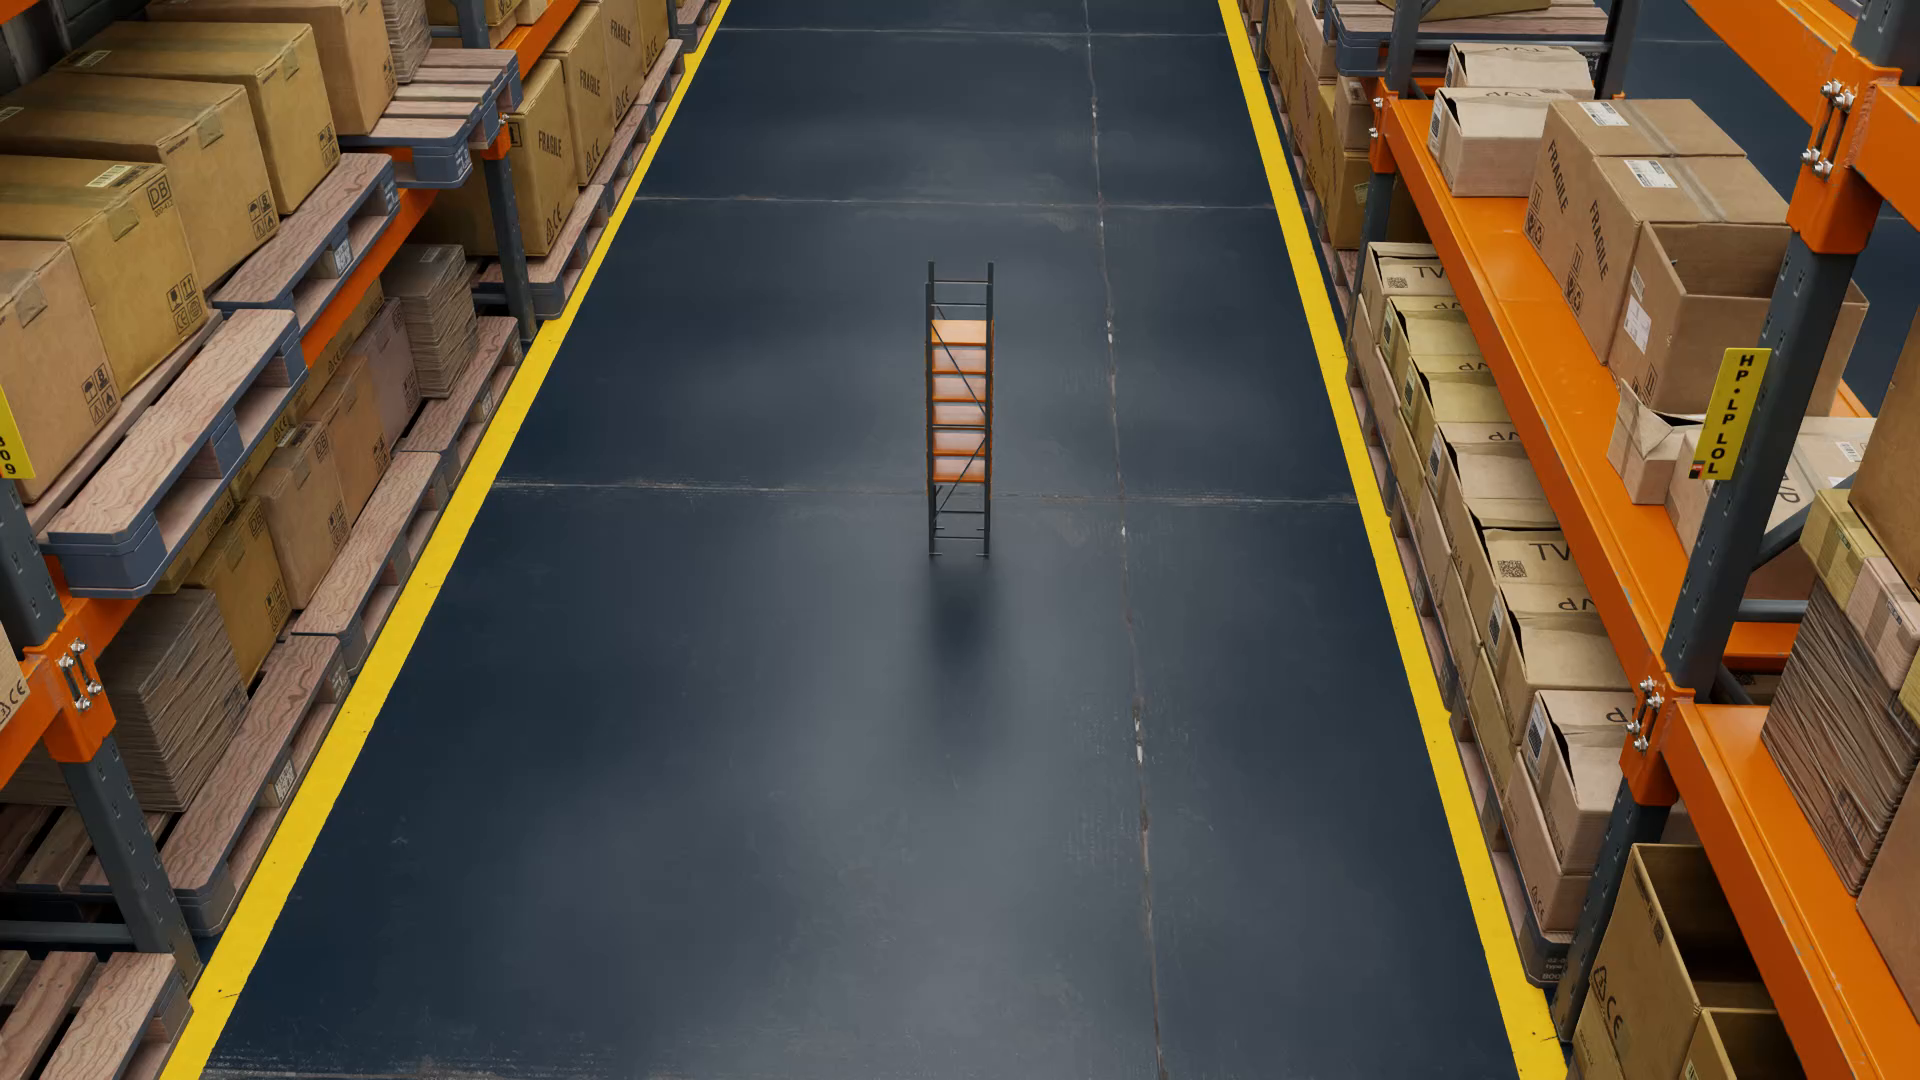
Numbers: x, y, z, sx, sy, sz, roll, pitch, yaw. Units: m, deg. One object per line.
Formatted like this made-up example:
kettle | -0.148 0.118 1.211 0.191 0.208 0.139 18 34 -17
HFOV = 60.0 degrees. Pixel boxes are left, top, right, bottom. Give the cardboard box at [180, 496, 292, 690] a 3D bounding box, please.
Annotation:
cardboard box | -2.764 0.189 5.663 0.700 0.500 0.500 1 35 1

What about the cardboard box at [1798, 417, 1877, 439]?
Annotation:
cardboard box | 2.443 -0.222 4.675 0.380 0.149 0.250 1 35 2

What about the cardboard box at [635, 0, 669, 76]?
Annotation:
cardboard box | -2.322 -3.444 10.547 0.750 0.750 0.750 2 35 2

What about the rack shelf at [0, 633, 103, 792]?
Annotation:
rack shelf | -2.827 1.511 2.617 1.077 0.370 4.000 1 35 2

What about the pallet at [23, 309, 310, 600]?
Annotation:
pallet | -2.571 -0.290 4.720 1.003 0.211 1.213 1 35 2

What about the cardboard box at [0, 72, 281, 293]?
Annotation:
cardboard box | -2.668 -1.145 5.300 0.700 0.500 0.500 6 36 8

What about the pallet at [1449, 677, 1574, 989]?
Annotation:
pallet | 2.193 0.897 5.290 1.003 0.211 1.213 1 35 2

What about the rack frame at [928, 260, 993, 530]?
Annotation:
rack frame | 0.003 -0.535 6.468 0.240 1.200 0.006 1 35 2

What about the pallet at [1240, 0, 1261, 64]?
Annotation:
pallet | 2.553 -3.670 11.788 1.003 0.211 1.213 1 35 2

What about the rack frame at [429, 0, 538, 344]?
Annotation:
rack frame | -2.586 -2.230 7.315 1.000 3.000 0.127 1 35 2

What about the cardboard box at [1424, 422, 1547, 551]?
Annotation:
cardboard box | 1.993 -0.210 5.978 0.500 0.311 0.500 1 35 1

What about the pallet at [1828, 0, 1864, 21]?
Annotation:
pallet | 2.225 -1.476 3.799 0.805 0.209 1.217 0 35 0

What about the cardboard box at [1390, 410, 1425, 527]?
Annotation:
cardboard box | 2.015 -0.283 6.570 0.500 0.250 0.500 0 35 1

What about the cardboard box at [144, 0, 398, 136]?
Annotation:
cardboard box | -2.591 -1.859 6.317 0.700 0.500 0.500 -2 35 -3

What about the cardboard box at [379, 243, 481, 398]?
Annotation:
cardboard box | -2.563 -0.973 7.317 0.700 0.500 0.500 2 35 3

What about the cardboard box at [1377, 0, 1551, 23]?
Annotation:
cardboard box | 2.276 -2.695 7.524 0.700 0.500 0.500 -10 36 -14

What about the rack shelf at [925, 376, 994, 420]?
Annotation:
rack shelf | -0.001 -0.544 6.350 0.258 0.103 0.180 1 35 2

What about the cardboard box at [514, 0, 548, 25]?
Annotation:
cardboard box | -2.228 -2.615 8.063 0.380 0.149 0.250 2 35 3

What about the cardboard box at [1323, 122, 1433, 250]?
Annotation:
cardboard box | 2.166 -1.818 8.520 0.500 0.500 0.500 3 35 4

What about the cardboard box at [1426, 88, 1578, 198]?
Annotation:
cardboard box | 2.134 -1.572 6.456 0.500 0.311 0.500 1 35 1

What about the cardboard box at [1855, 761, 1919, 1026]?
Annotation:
cardboard box | 2.177 0.697 3.062 0.700 0.500 0.500 1 35 1

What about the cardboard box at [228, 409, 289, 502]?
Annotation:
cardboard box | -2.703 -0.372 5.809 0.500 0.250 0.500 0 35 1

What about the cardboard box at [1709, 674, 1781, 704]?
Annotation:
cardboard box | 2.494 0.385 5.132 0.500 0.311 0.500 1 35 1

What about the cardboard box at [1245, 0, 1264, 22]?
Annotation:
cardboard box | 2.264 -3.907 11.492 0.500 0.500 0.500 1 35 2

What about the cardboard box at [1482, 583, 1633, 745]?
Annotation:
cardboard box | 1.947 0.365 5.160 0.500 0.311 0.500 2 35 3

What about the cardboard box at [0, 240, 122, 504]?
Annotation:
cardboard box | -2.693 -0.445 4.305 0.700 0.500 0.500 1 35 2

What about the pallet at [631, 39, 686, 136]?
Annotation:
pallet | -2.381 -2.943 10.753 1.003 0.211 1.213 1 35 2

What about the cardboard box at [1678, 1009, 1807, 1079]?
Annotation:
cardboard box | 1.859 1.373 3.562 0.500 0.500 0.500 1 35 2

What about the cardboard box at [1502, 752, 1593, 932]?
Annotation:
cardboard box | 1.930 0.888 4.904 0.500 0.250 0.500 1 35 1

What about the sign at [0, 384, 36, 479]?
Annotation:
sign | -2.205 -0.278 3.784 0.100 0.325 0.005 1 35 2

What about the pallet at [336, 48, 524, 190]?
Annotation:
pallet | -2.509 -1.740 6.784 1.213 0.211 1.003 1 35 2

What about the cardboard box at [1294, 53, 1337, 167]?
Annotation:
cardboard box | 2.202 -2.417 9.372 0.500 0.500 0.500 0 35 0

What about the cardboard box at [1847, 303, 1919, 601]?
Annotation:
cardboard box | 2.191 -0.137 3.120 0.700 0.500 0.500 1 35 2

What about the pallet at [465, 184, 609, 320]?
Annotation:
pallet | -2.479 -1.541 8.759 1.003 0.211 1.213 1 35 2

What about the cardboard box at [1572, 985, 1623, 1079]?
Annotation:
cardboard box | 1.881 1.393 4.186 0.500 0.250 0.500 1 35 2

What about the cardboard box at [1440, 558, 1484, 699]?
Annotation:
cardboard box | 1.972 0.304 5.735 0.500 0.250 0.500 2 35 3

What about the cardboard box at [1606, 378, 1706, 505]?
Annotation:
cardboard box | 2.055 -0.274 4.649 0.396 0.266 0.258 1 35 1

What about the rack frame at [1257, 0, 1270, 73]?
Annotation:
rack frame | 2.524 -4.416 10.425 1.000 3.000 0.127 1 35 2

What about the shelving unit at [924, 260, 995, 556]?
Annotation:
shelving unit | -0.001 -0.483 6.393 0.258 1.200 0.189 1 35 2

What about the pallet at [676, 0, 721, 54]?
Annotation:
pallet | -2.317 -3.823 12.006 1.003 0.211 1.213 1 35 2

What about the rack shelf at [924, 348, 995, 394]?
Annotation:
rack shelf | -0.001 -0.643 6.281 0.258 0.103 0.180 1 35 2

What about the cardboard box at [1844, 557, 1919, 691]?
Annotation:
cardboard box | 1.989 0.168 3.251 0.380 0.149 0.250 2 35 3

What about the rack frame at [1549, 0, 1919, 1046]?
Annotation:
rack frame | 2.203 0.180 3.885 1.000 3.000 0.127 1 35 2

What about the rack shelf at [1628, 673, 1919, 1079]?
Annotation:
rack shelf | 2.122 1.623 2.457 1.077 0.370 4.000 1 35 2

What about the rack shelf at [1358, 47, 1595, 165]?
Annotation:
rack shelf | 2.444 -2.973 8.997 1.077 0.370 4.000 1 35 2

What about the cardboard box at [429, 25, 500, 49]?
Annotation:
cardboard box | -2.342 -2.320 7.643 0.380 0.149 0.250 1 35 1

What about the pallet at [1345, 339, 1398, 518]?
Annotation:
pallet | 2.291 -0.505 7.285 1.003 0.211 1.213 1 35 2

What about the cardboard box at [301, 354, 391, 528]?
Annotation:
cardboard box | -2.692 -0.393 6.492 0.700 0.500 0.500 1 35 2

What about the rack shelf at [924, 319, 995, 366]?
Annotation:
rack shelf | -0.001 -0.741 6.212 0.258 0.103 0.180 1 35 2

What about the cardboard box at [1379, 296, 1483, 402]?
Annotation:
cardboard box | 2.036 -0.798 6.816 0.500 0.311 0.500 1 35 1

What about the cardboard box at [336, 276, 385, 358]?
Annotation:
cardboard box | -2.649 -0.954 6.637 0.500 0.250 0.500 2 35 3

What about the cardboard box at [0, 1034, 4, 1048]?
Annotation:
cardboard box | -2.739 1.355 4.295 0.380 0.166 0.250 -3 35 -4

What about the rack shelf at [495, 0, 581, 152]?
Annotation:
rack shelf | -2.506 -3.085 9.157 1.077 0.370 4.000 1 35 2

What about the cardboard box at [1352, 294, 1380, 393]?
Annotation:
cardboard box | 2.049 -0.871 7.406 0.500 0.250 0.500 1 35 2

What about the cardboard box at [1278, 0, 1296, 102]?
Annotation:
cardboard box | 2.251 -2.995 10.193 0.500 0.500 0.500 2 35 3

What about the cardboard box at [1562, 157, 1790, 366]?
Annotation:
cardboard box | 2.291 -0.892 5.324 0.500 0.500 0.500 1 35 2

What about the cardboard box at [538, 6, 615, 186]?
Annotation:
cardboard box | -2.384 -2.445 9.125 0.750 0.750 0.750 1 35 2

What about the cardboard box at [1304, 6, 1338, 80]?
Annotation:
cardboard box | 2.201 -2.745 9.187 0.500 0.250 0.500 1 35 1

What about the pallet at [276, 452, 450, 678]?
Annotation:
pallet | -2.671 0.059 6.483 1.003 0.211 1.213 1 35 2

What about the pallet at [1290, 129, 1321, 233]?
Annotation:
pallet | 2.483 -2.104 9.561 1.003 0.211 1.213 1 35 2
